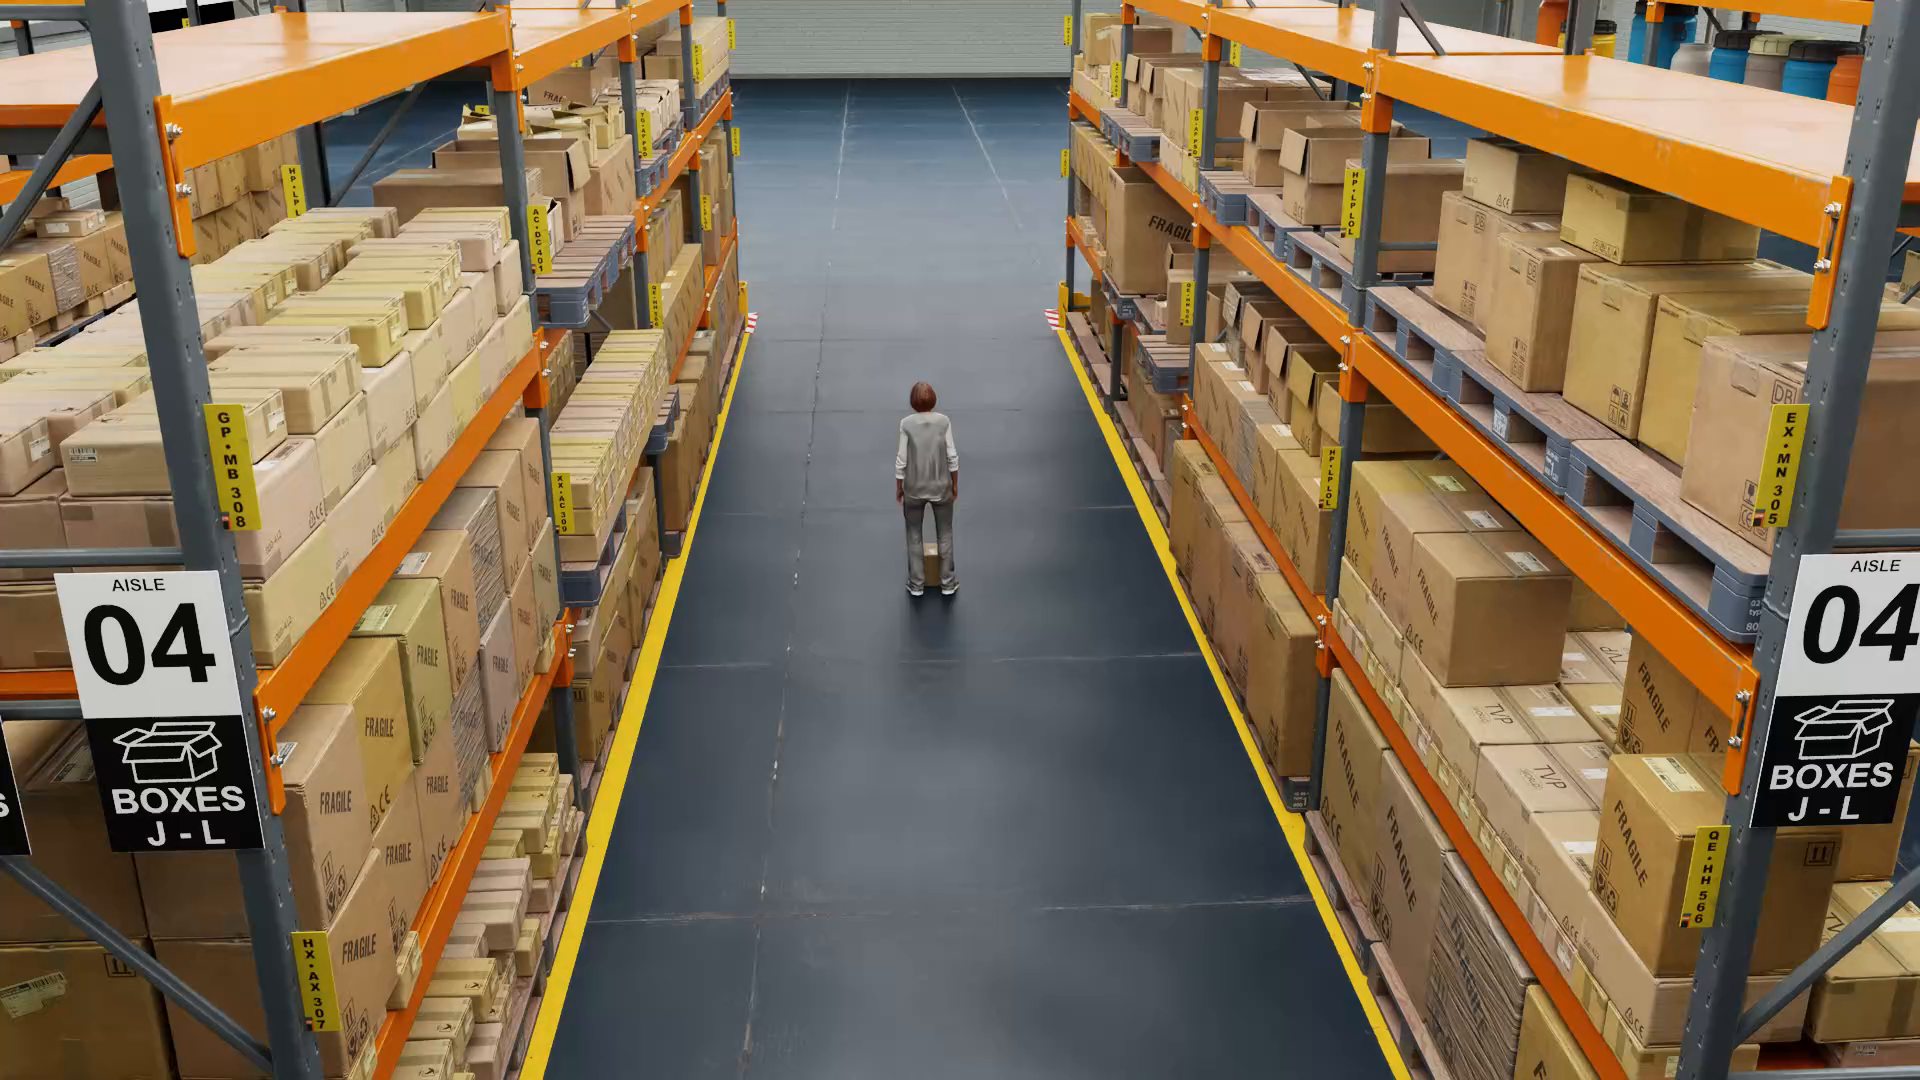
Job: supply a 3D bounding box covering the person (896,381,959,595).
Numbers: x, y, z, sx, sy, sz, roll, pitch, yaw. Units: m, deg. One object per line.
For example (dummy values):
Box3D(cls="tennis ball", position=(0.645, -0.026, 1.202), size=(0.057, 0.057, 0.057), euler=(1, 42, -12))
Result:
Box3D(cls="person", position=(-0.231, -0.358, 12.044), size=(0.465, 1.590, 0.346), euler=(-2, 21, -6))
